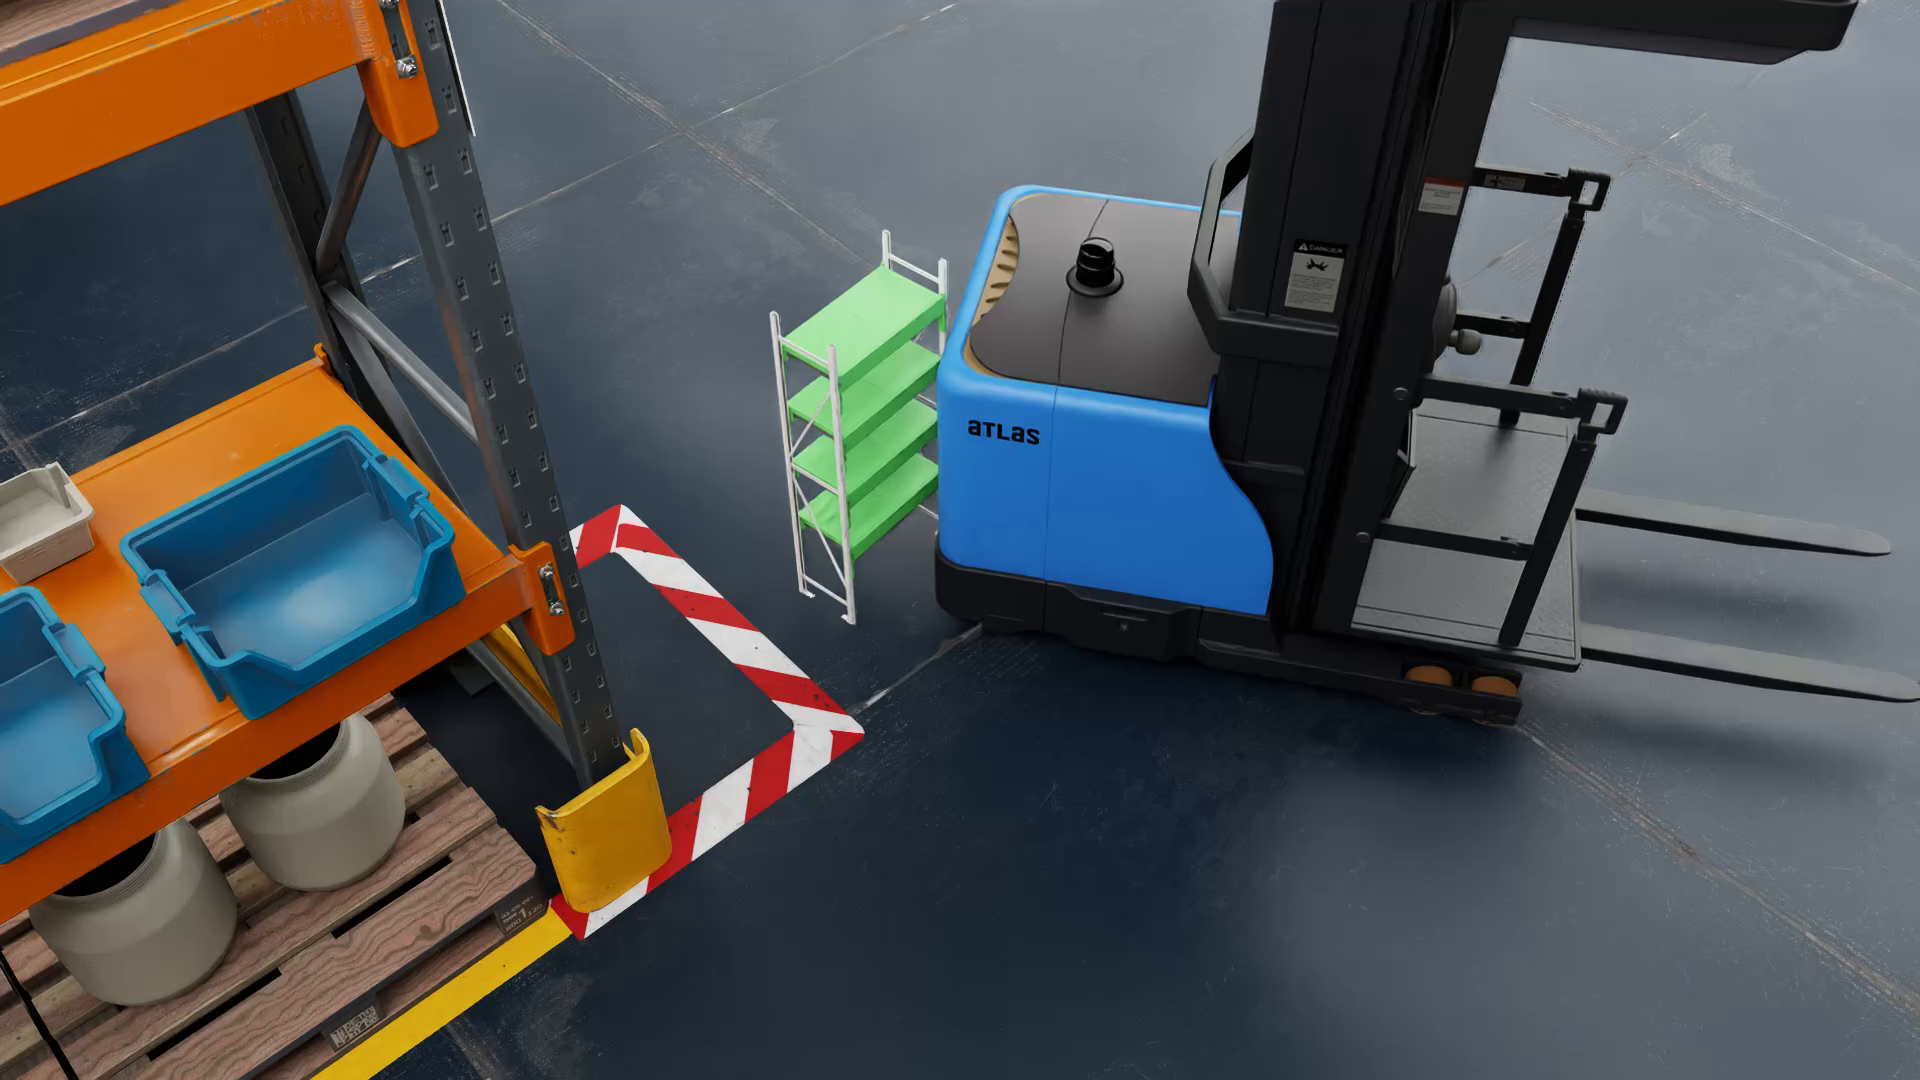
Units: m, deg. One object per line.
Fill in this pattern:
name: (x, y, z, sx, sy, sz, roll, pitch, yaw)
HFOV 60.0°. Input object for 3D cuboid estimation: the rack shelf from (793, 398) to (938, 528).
rack shelf: (-0.289, -0.279, 5.278, 0.258, 0.148, 0.480, 31, 54, 25)

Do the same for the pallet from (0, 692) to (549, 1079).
pallet: (-1.946, 1.014, 4.671, 1.213, 0.211, 1.003, -34, 56, -27)

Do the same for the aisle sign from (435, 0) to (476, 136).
aisle sign: (-1.064, -1.149, 3.001, 0.004, 0.787, 0.394, -34, 56, -27)

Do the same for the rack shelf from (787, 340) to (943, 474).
rack shelf: (-0.289, -0.442, 5.102, 0.258, 0.148, 0.480, 31, 54, 25)

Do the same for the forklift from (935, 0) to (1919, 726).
forklift: (1.491, -0.843, 4.534, 3.031, 2.935, 1.130, 9, 48, 8)

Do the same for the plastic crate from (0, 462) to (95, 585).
plastic crate: (-2.195, -0.037, 3.922, 0.250, 0.136, 0.298, -34, 56, -27)

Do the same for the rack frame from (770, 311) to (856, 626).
rack frame: (-0.442, -0.183, 5.102, 0.240, 1.200, 0.015, 31, 54, 25)

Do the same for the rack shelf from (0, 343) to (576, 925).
rack shelf: (-2.797, 0.839, 3.424, 4.000, 0.370, 1.077, -34, 56, -27)

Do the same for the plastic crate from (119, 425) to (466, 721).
plastic crate: (-1.486, 0.067, 3.748, 0.616, 0.251, 0.499, -34, 56, -27)

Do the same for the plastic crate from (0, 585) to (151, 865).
plastic crate: (-1.970, 0.385, 3.455, 0.408, 0.251, 0.499, -34, 56, -27)

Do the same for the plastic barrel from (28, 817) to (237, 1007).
plastic barrel: (-2.123, 0.922, 4.265, 0.421, 0.512, 0.421, 0, 47, 0)

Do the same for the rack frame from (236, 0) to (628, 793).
rack frame: (-1.317, -0.394, 4.072, 0.127, 3.000, 1.000, -34, 56, -27)

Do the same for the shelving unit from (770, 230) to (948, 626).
shelving unit: (-0.289, -0.323, 5.231, 0.258, 1.200, 0.503, 31, 54, 25)

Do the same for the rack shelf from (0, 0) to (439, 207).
rack shelf: (-2.797, -0.178, 2.322, 4.000, 0.370, 1.077, -34, 56, -27)

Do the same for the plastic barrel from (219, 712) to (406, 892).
plastic barrel: (-1.752, 0.674, 4.494, 0.421, 0.512, 0.421, 0, 47, 0)

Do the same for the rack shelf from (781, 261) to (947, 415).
rack shelf: (-0.289, -0.605, 4.925, 0.258, 0.148, 0.480, 31, 54, 25)

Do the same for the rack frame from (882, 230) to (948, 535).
rack frame: (-0.135, -0.462, 5.360, 0.240, 1.200, 0.015, 31, 54, 25)

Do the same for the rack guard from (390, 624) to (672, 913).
rack guard: (-1.341, 0.517, 4.933, 0.348, 0.500, 1.175, -34, 56, -27)

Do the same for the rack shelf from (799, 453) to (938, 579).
rack shelf: (-0.289, -0.117, 5.455, 0.258, 0.148, 0.480, 31, 54, 25)
